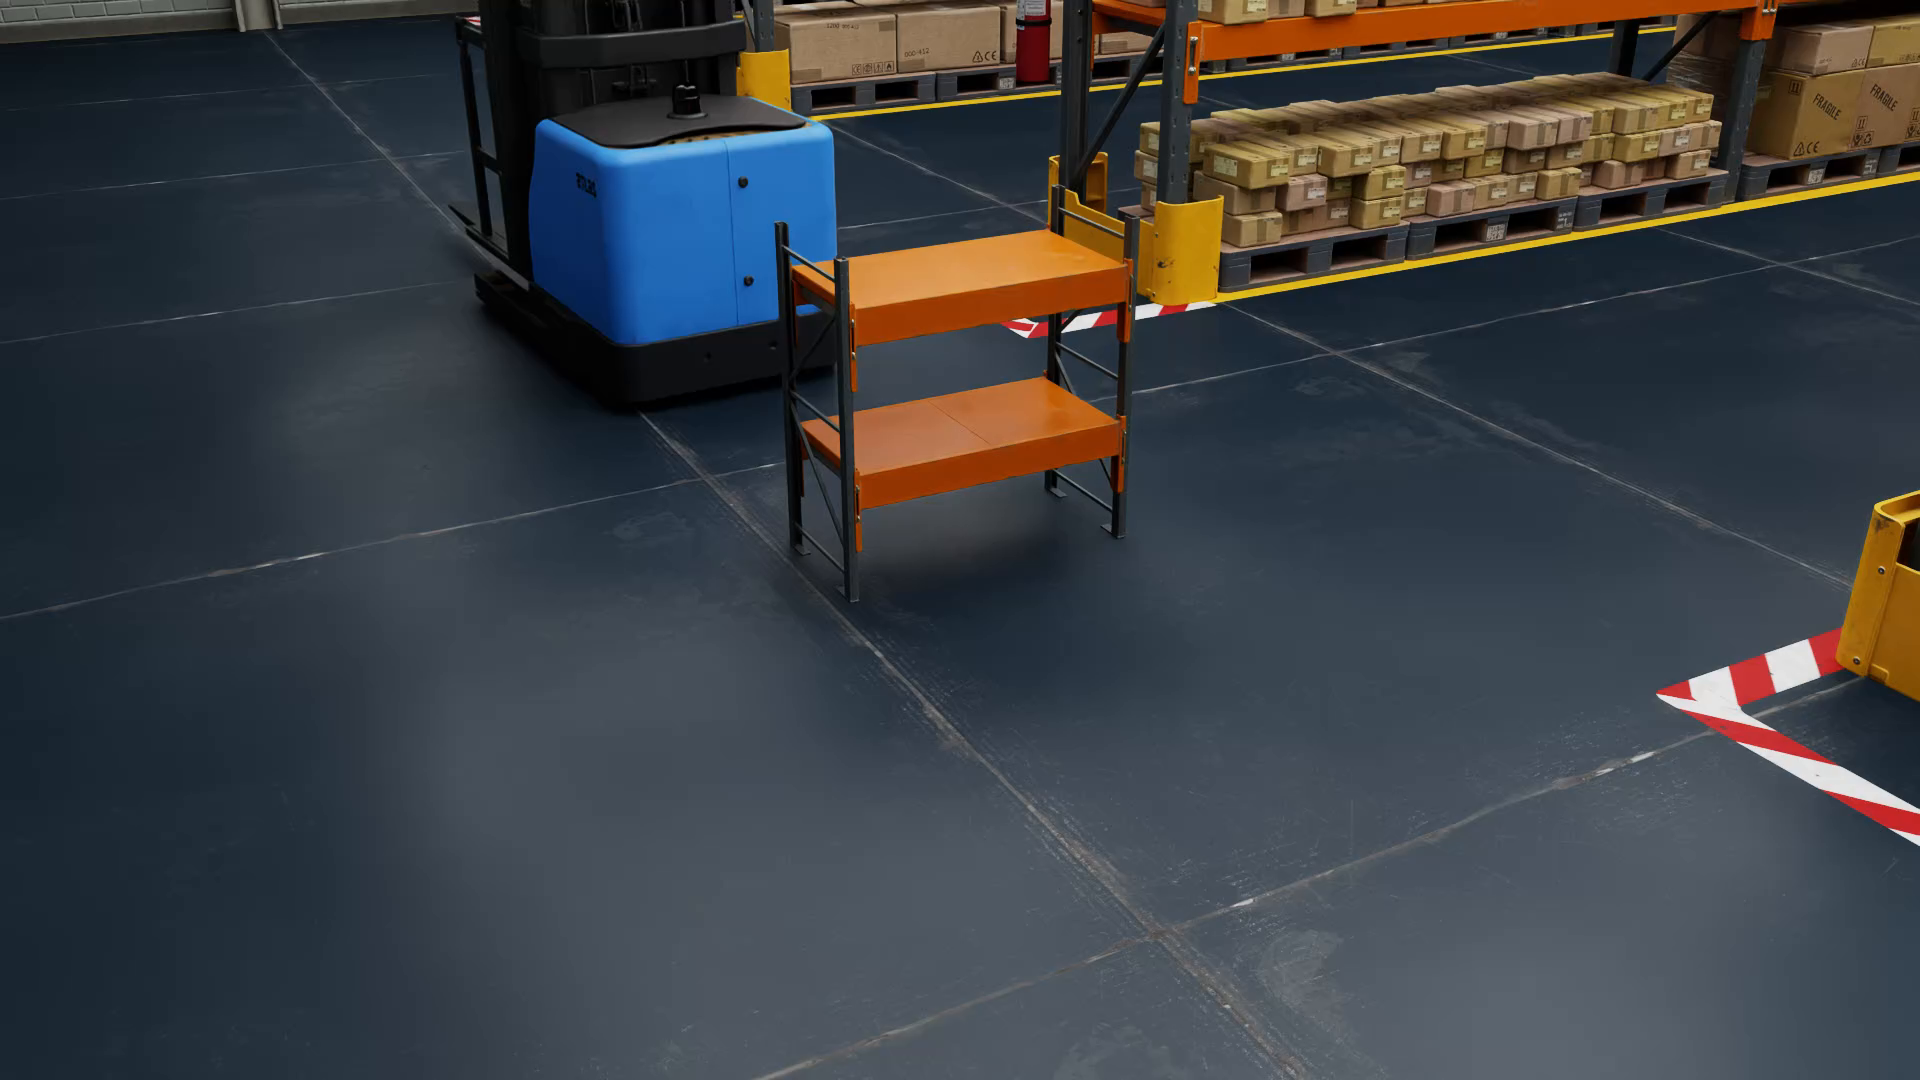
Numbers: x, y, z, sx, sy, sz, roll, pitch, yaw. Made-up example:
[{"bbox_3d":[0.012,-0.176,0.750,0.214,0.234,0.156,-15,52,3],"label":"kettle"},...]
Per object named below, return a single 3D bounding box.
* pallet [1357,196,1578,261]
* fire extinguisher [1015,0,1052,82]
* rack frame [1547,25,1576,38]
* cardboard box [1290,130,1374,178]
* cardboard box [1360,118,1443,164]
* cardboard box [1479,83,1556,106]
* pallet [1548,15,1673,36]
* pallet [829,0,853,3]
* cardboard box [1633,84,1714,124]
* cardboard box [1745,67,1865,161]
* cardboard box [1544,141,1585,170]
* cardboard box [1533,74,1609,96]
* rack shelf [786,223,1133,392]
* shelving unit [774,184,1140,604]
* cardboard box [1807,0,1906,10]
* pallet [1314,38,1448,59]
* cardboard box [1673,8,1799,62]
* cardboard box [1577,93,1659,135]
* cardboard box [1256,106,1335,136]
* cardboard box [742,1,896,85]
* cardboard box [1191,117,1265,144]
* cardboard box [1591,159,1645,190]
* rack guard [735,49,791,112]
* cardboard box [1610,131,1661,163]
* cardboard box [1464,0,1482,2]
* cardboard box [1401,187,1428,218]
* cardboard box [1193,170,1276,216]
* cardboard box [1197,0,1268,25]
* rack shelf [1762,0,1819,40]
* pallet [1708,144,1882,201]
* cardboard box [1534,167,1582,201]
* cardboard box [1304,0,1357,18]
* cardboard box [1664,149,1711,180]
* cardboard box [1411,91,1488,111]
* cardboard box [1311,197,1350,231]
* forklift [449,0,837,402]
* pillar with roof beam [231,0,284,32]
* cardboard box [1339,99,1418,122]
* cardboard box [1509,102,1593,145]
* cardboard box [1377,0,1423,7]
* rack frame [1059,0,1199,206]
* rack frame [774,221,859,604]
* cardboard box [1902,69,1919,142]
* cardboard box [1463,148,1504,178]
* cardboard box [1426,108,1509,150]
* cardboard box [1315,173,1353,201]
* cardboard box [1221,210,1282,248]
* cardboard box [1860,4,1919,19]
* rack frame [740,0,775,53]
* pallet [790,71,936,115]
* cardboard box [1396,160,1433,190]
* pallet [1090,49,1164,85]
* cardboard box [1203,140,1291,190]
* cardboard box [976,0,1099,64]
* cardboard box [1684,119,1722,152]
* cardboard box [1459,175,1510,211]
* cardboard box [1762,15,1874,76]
[{"bbox_3d":[2.684,-1.884,9.431,1.213,0.211,1.003,-13,29,-25],"label":"pallet"},{"bbox_3d":[0.369,-2.649,8.322,0.183,0.674,0.296,-13,29,-25],"label":"fire extinguisher"},{"bbox_3d":[5.449,-6.226,15.253,0.127,3.000,1.000,-13,29,-25],"label":"rack frame"},{"bbox_3d":[1.900,-1.981,8.532,0.250,0.149,0.380,-13,29,-25],"label":"cardboard box"},{"bbox_3d":[2.329,-2.116,8.813,0.250,0.149,0.380,-12,28,-23],"label":"cardboard box"},{"bbox_3d":[3.246,-2.558,9.732,0.250,0.149,0.380,-14,29,-26],"label":"cardboard box"},{"bbox_3d":[6.139,-5.128,16.187,1.213,0.211,1.003,-13,29,-25],"label":"pallet"},{"bbox_3d":[-1.026,-5.910,17.816,1.213,0.211,1.003,-13,29,-25],"label":"pallet"},{"bbox_3d":[4.147,-2.542,9.701,0.250,0.149,0.380,-12,28,-24],"label":"cardboard box"},{"bbox_3d":[5.115,-2.654,10.214,0.500,0.500,0.500,-12,28,-23],"label":"cardboard box"},{"bbox_3d":[3.266,-2.200,9.332,0.250,0.149,0.380,-12,28,-24],"label":"cardboard box"},{"bbox_3d":[3.666,-2.690,10.008,0.250,0.149,0.380,-12,28,-23],"label":"cardboard box"},{"bbox_3d":[-0.006,-0.770,5.377,1.000,0.278,0.538,-13,29,-25],"label":"rack shelf"},{"bbox_3d":[-0.006,-0.506,5.504,1.048,1.125,0.538,-13,29,-25],"label":"shelving unit"},{"bbox_3d":[5.796,-3.403,10.909,0.500,0.250,0.500,-14,29,-27],"label":"cardboard box"},{"bbox_3d":[3.643,-4.591,15.068,1.213,0.211,1.003,-13,29,-25],"label":"pallet"},{"bbox_3d":[4.876,-3.191,10.466,0.500,0.250,0.500,-14,29,-26],"label":"cardboard box"},{"bbox_3d":[3.724,-2.422,9.450,0.250,0.149,0.380,-13,29,-26],"label":"cardboard box"},{"bbox_3d":[1.832,-2.263,9.119,0.250,0.149,0.380,-14,29,-27],"label":"cardboard box"},{"bbox_3d":[-1.075,-3.804,12.682,0.875,0.438,0.875,-14,29,-27],"label":"cardboard box"},{"bbox_3d":[1.405,-2.133,8.849,0.250,0.149,0.380,-12,28,-24],"label":"cardboard box"},{"bbox_3d":[3.681,-2.137,9.543,0.250,0.149,0.380,-14,29,-27],"label":"cardboard box"},{"bbox_3d":[-1.631,-3.465,12.390,0.348,0.500,1.175,-13,29,-25],"label":"rack guard"},{"bbox_3d":[3.749,-2.273,9.484,0.250,0.149,0.380,-14,29,-27],"label":"cardboard box"},{"bbox_3d":[2.601,-2.892,8.598,0.250,0.149,0.380,-12,28,-23],"label":"cardboard box"},{"bbox_3d":[2.287,-1.852,8.951,0.250,0.149,0.380,-13,29,-25],"label":"cardboard box"},{"bbox_3d":[1.392,-1.774,8.444,0.250,0.149,0.380,-12,28,-23],"label":"cardboard box"},{"bbox_3d":[1.249,-2.555,7.896,0.250,0.149,0.380,-13,29,-26],"label":"cardboard box"},{"bbox_3d":[6.103,-3.625,10.665,4.000,0.370,1.077,-13,29,-25],"label":"rack shelf"},{"bbox_3d":[5.024,-2.444,10.596,1.213,0.211,1.003,-13,29,-25],"label":"pallet"},{"bbox_3d":[3.239,-2.025,9.311,0.250,0.149,0.380,-13,29,-25],"label":"cardboard box"},{"bbox_3d":[1.716,-2.657,8.108,0.250,0.149,0.380,-14,29,-27],"label":"cardboard box"},{"bbox_3d":[4.152,-2.236,9.750,0.250,0.149,0.380,-13,28,-24],"label":"cardboard box"},{"bbox_3d":[2.782,-2.450,9.508,0.250,0.149,0.380,-14,29,-27],"label":"cardboard box"},{"bbox_3d":[1.830,-1.754,8.745,0.250,0.149,0.380,-13,28,-25],"label":"cardboard box"},{"bbox_3d":[-1.704,-2.475,7.519,1.130,2.935,3.031,-15,29,-28],"label":"forklift"},{"bbox_3d":[-4.726,-7.347,10.656,0.400,9.000,9.100,-13,29,-25],"label":"pillar with roof beam"},{"bbox_3d":[2.328,-2.350,9.301,0.250,0.149,0.380,-14,29,-27],"label":"cardboard box"},{"bbox_3d":[3.262,-2.308,9.213,0.250,0.149,0.380,-15,29,-28],"label":"cardboard box"},{"bbox_3d":[2.131,-2.808,8.423,0.250,0.149,0.380,-13,29,-26],"label":"cardboard box"},{"bbox_3d":[0.809,-2.727,7.965,0.127,3.000,1.000,-13,29,-25],"label":"rack frame"},{"bbox_3d":[-0.454,-0.402,5.288,0.032,1.125,0.500,-13,29,-25],"label":"rack frame"},{"bbox_3d":[6.037,-2.874,10.673,0.500,0.500,0.500,-12,28,-24],"label":"cardboard box"},{"bbox_3d":[2.764,-2.115,9.155,0.250,0.149,0.380,-12,28,-23],"label":"cardboard box"},{"bbox_3d":[2.760,-2.240,9.071,0.250,0.149,0.380,-13,29,-25],"label":"cardboard box"},{"bbox_3d":[1.834,-1.892,8.690,0.250,0.149,0.380,-13,28,-24],"label":"cardboard box"},{"bbox_3d":[1.422,-1.616,8.458,0.250,0.149,0.380,-12,28,-24],"label":"cardboard box"},{"bbox_3d":[6.035,-3.204,10.493,0.500,0.250,0.500,-12,28,-23],"label":"cardboard box"},{"bbox_3d":[-1.610,-4.597,11.859,0.127,3.000,1.000,-13,29,-25],"label":"rack frame"},{"bbox_3d":[-0.941,-3.533,12.864,1.213,0.211,1.003,-13,29,-25],"label":"pallet"},{"bbox_3d":[2.301,-1.993,8.900,0.250,0.149,0.380,-14,29,-28],"label":"cardboard box"},{"bbox_3d":[1.212,-4.030,13.899,1.213,0.211,1.003,-13,29,-25],"label":"pallet"},{"bbox_3d":[1.431,-1.876,8.314,0.250,0.149,0.380,-14,29,-27],"label":"cardboard box"},{"bbox_3d":[0.525,-4.177,13.458,0.875,0.438,0.875,-14,29,-27],"label":"cardboard box"},{"bbox_3d":[4.210,-2.395,9.737,0.250,0.149,0.380,-12,28,-24],"label":"cardboard box"},{"bbox_3d":[2.780,-1.936,9.125,0.250,0.149,0.380,-13,29,-25],"label":"cardboard box"},{"bbox_3d":[5.114,-2.992,10.052,0.500,0.250,0.500,-14,29,-27],"label":"cardboard box"}]
